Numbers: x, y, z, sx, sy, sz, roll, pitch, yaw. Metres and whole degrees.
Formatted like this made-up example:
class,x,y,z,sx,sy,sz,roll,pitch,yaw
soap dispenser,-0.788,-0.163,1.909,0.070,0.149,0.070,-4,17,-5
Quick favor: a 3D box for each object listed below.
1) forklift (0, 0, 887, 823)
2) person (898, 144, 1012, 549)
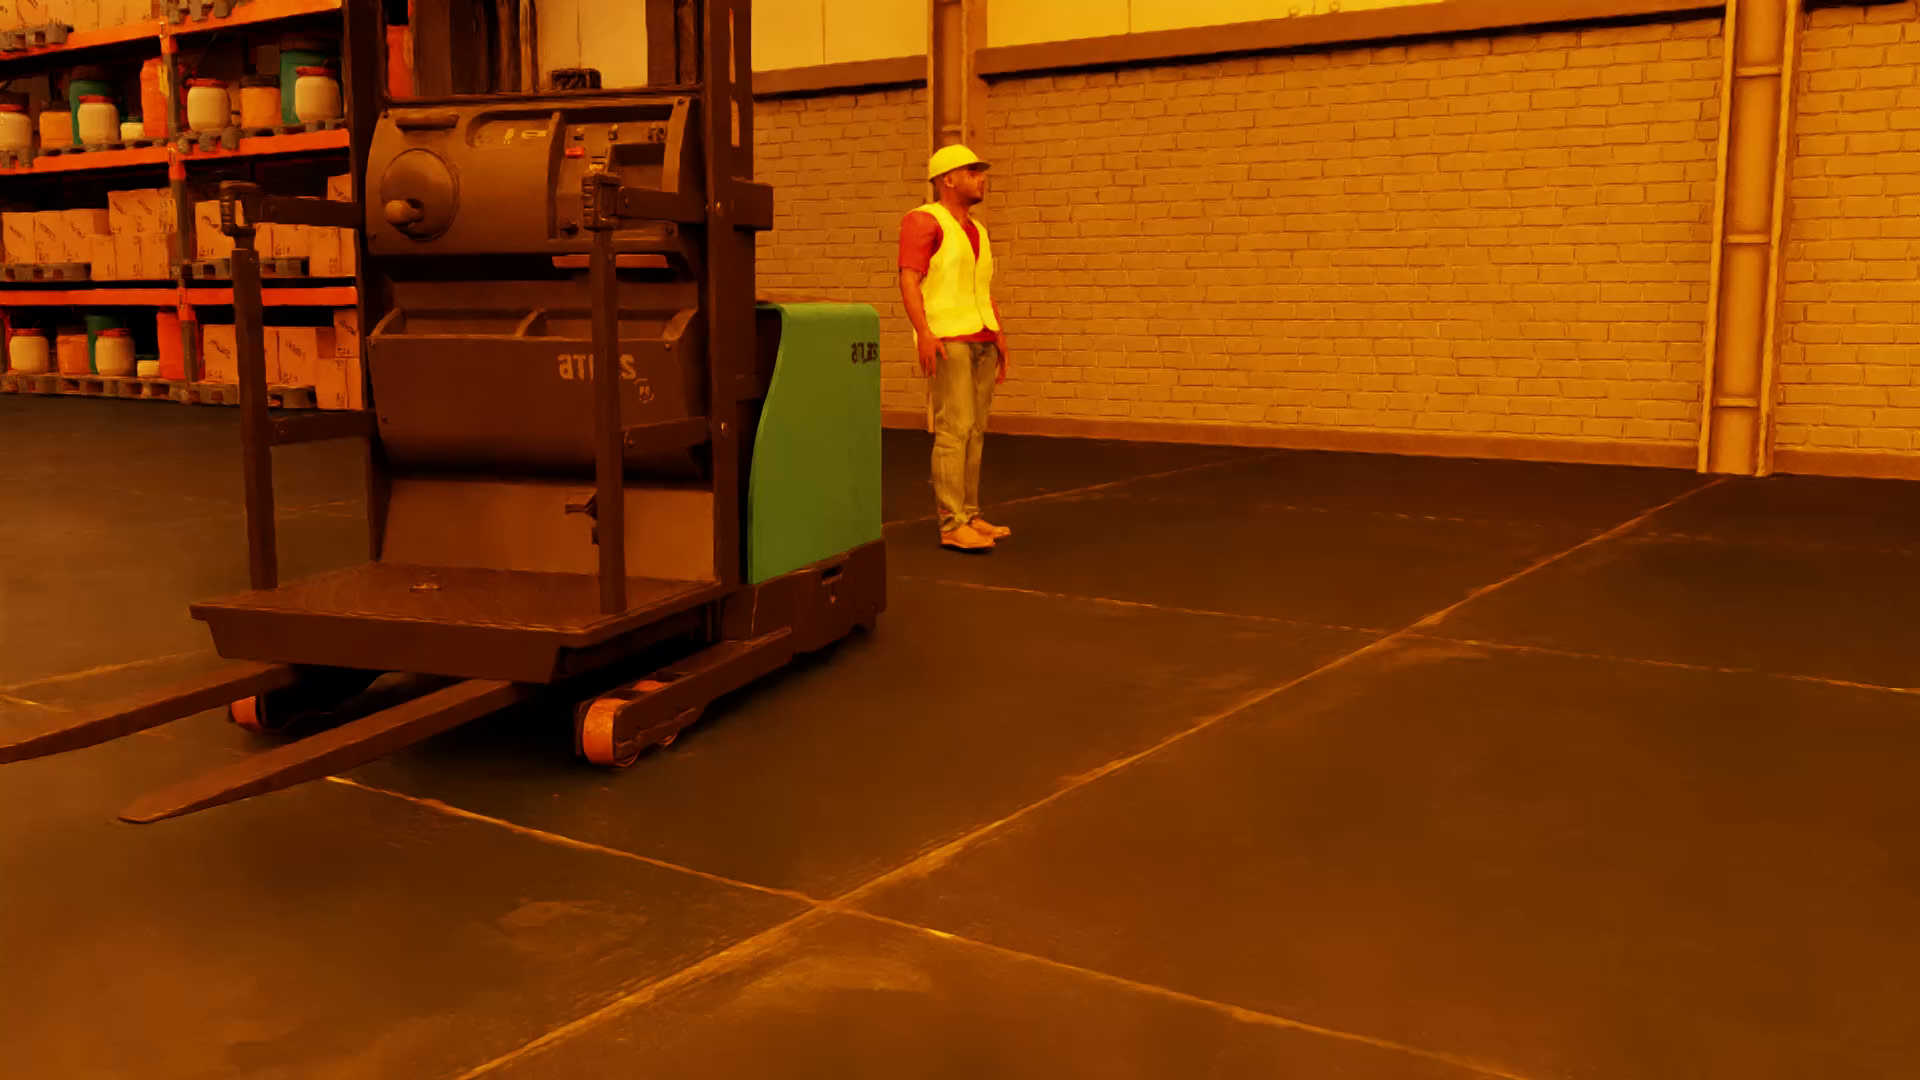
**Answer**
class,x,y,z,sx,sy,sz,roll,pitch,yaw
forklift,-1.191,-0.983,4.108,1.130,2.935,3.031,3,9,18
person,0.055,-0.875,7.435,0.576,1.766,0.665,5,10,34
